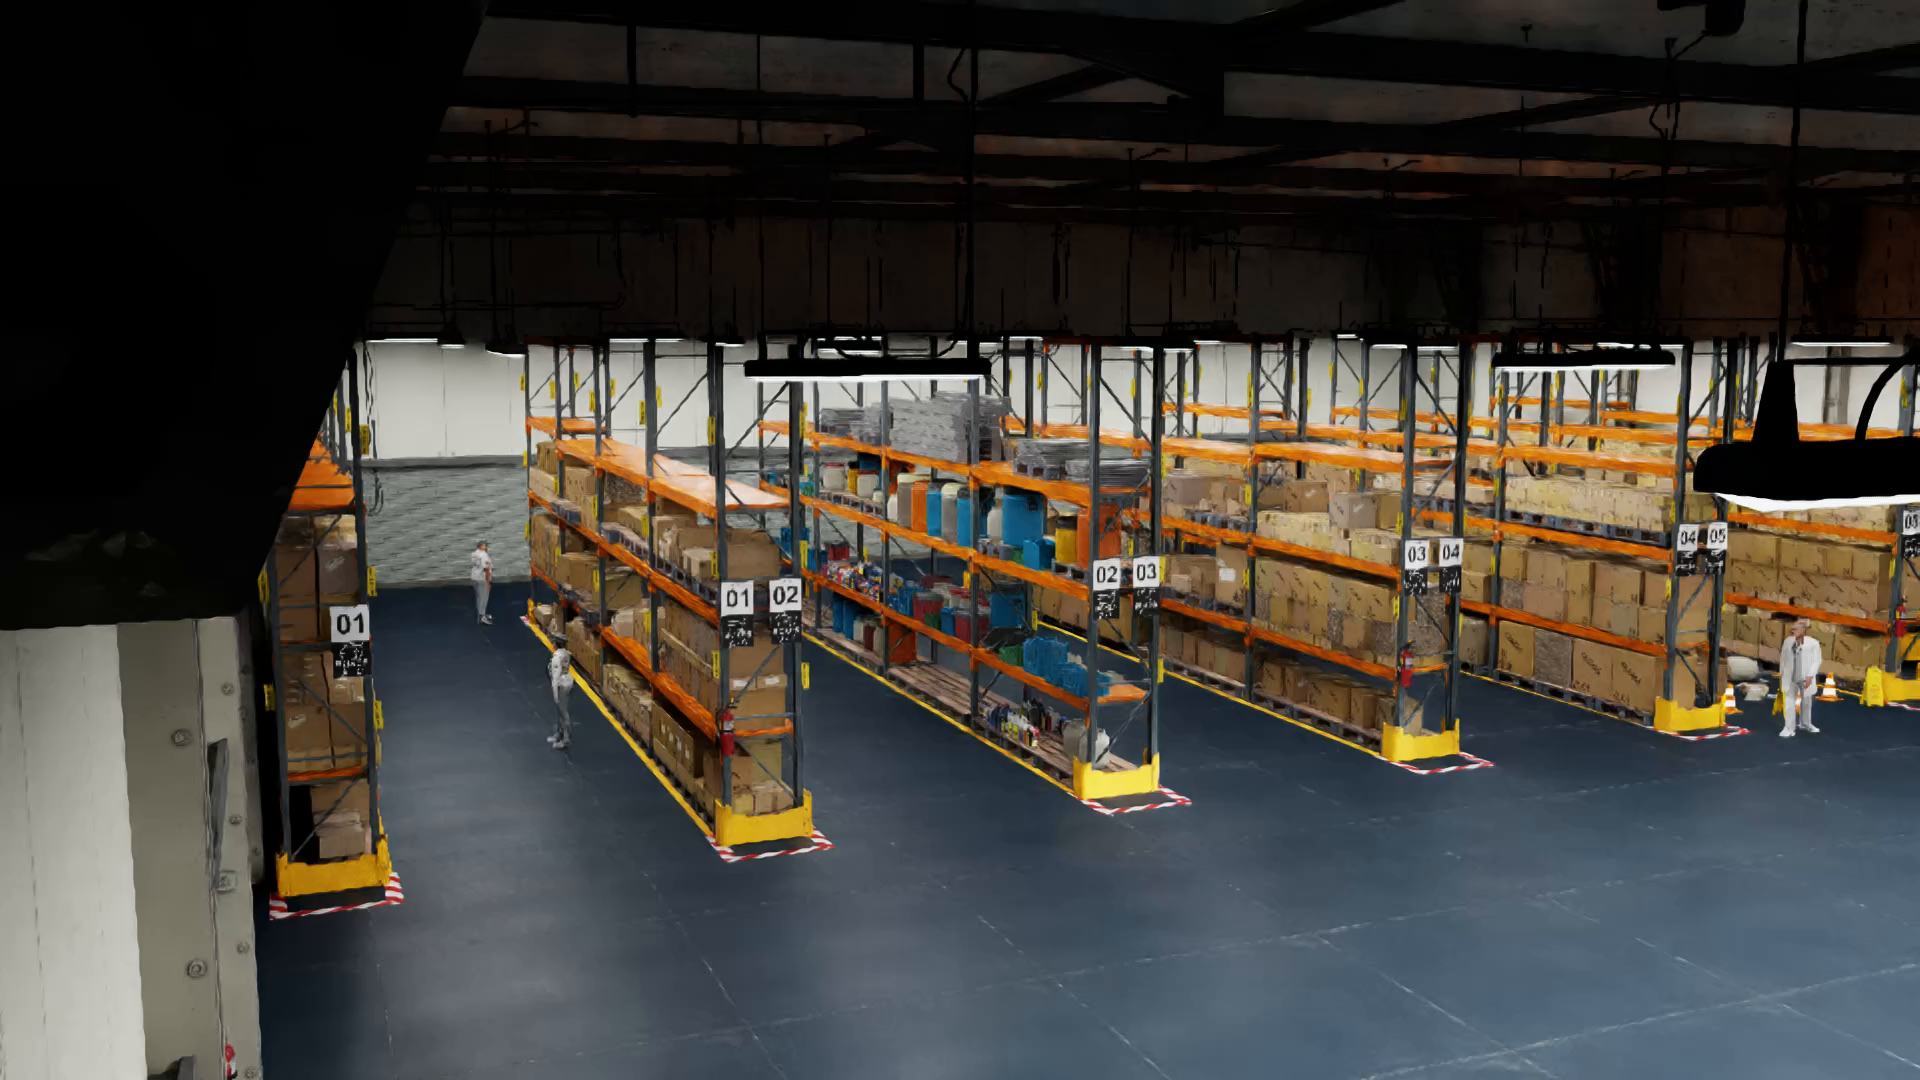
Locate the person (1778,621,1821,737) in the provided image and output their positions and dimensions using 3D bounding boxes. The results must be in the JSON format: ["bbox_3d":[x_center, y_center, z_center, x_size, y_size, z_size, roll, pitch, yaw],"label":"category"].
[{"bbox_3d":[12.789,2.096,25.330,0.603,1.770,0.768,6,10,37],"label":"person"}]

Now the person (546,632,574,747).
[{"bbox_3d":[-5.974,2.211,24.739,0.459,1.677,0.525,1,8,8],"label":"person"}]

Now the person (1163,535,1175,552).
[{"bbox_3d":[5.360,-0.205,43.061,0.553,1.650,0.585,2,8,14],"label":"person"}]

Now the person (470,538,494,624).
[{"bbox_3d":[-9.932,0.835,34.702,0.492,1.767,0.624,-7,10,-42],"label":"person"}]
